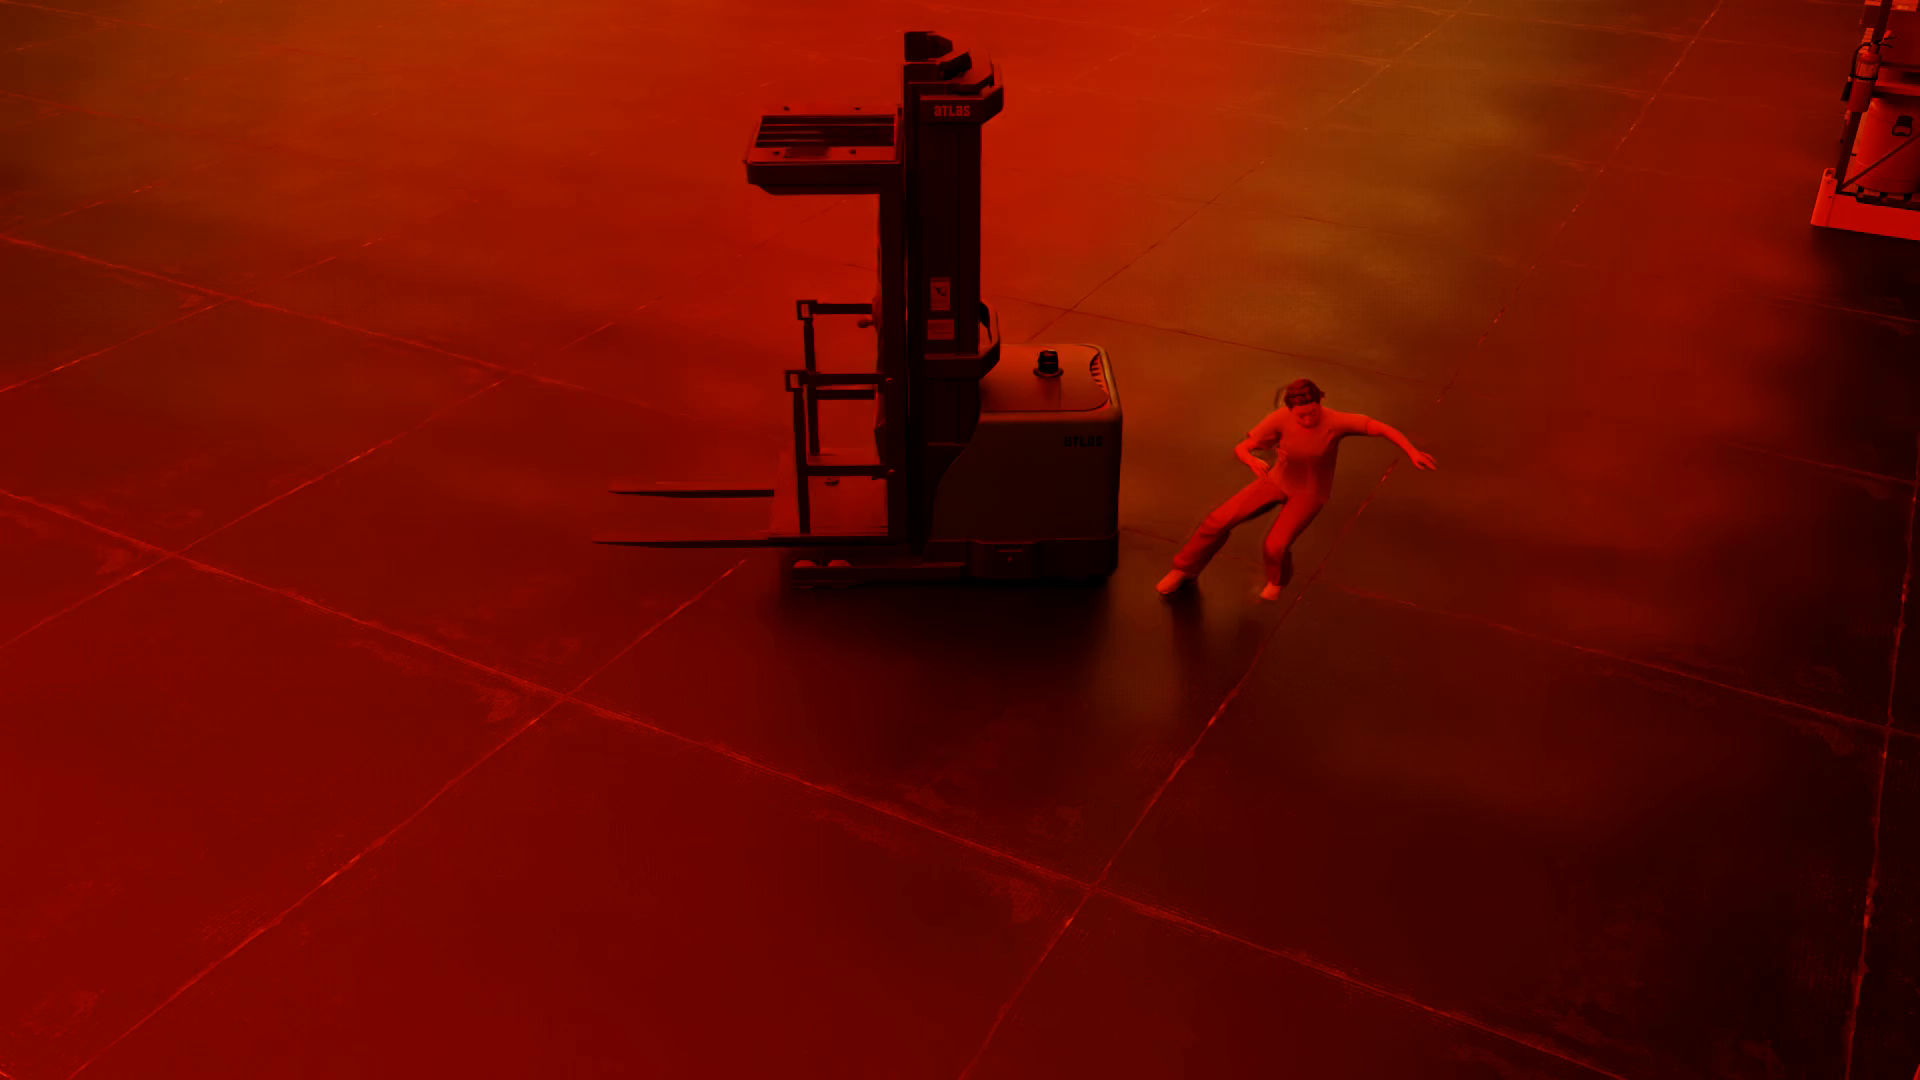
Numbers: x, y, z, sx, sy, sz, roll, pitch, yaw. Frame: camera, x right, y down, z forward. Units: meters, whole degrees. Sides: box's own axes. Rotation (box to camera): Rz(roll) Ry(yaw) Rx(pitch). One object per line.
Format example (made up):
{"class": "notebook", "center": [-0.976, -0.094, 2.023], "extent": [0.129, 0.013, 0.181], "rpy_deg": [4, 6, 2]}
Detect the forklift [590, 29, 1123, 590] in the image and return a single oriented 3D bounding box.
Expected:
{"class": "forklift", "center": [-0.618, -1.254, 9.244], "extent": [3.031, 2.935, 1.130], "rpy_deg": [-1, 30, -1]}

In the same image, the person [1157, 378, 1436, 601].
{"class": "person", "center": [1.823, -0.219, 8.996], "extent": [1.429, 1.396, 0.707], "rpy_deg": [14, 33, 23]}
